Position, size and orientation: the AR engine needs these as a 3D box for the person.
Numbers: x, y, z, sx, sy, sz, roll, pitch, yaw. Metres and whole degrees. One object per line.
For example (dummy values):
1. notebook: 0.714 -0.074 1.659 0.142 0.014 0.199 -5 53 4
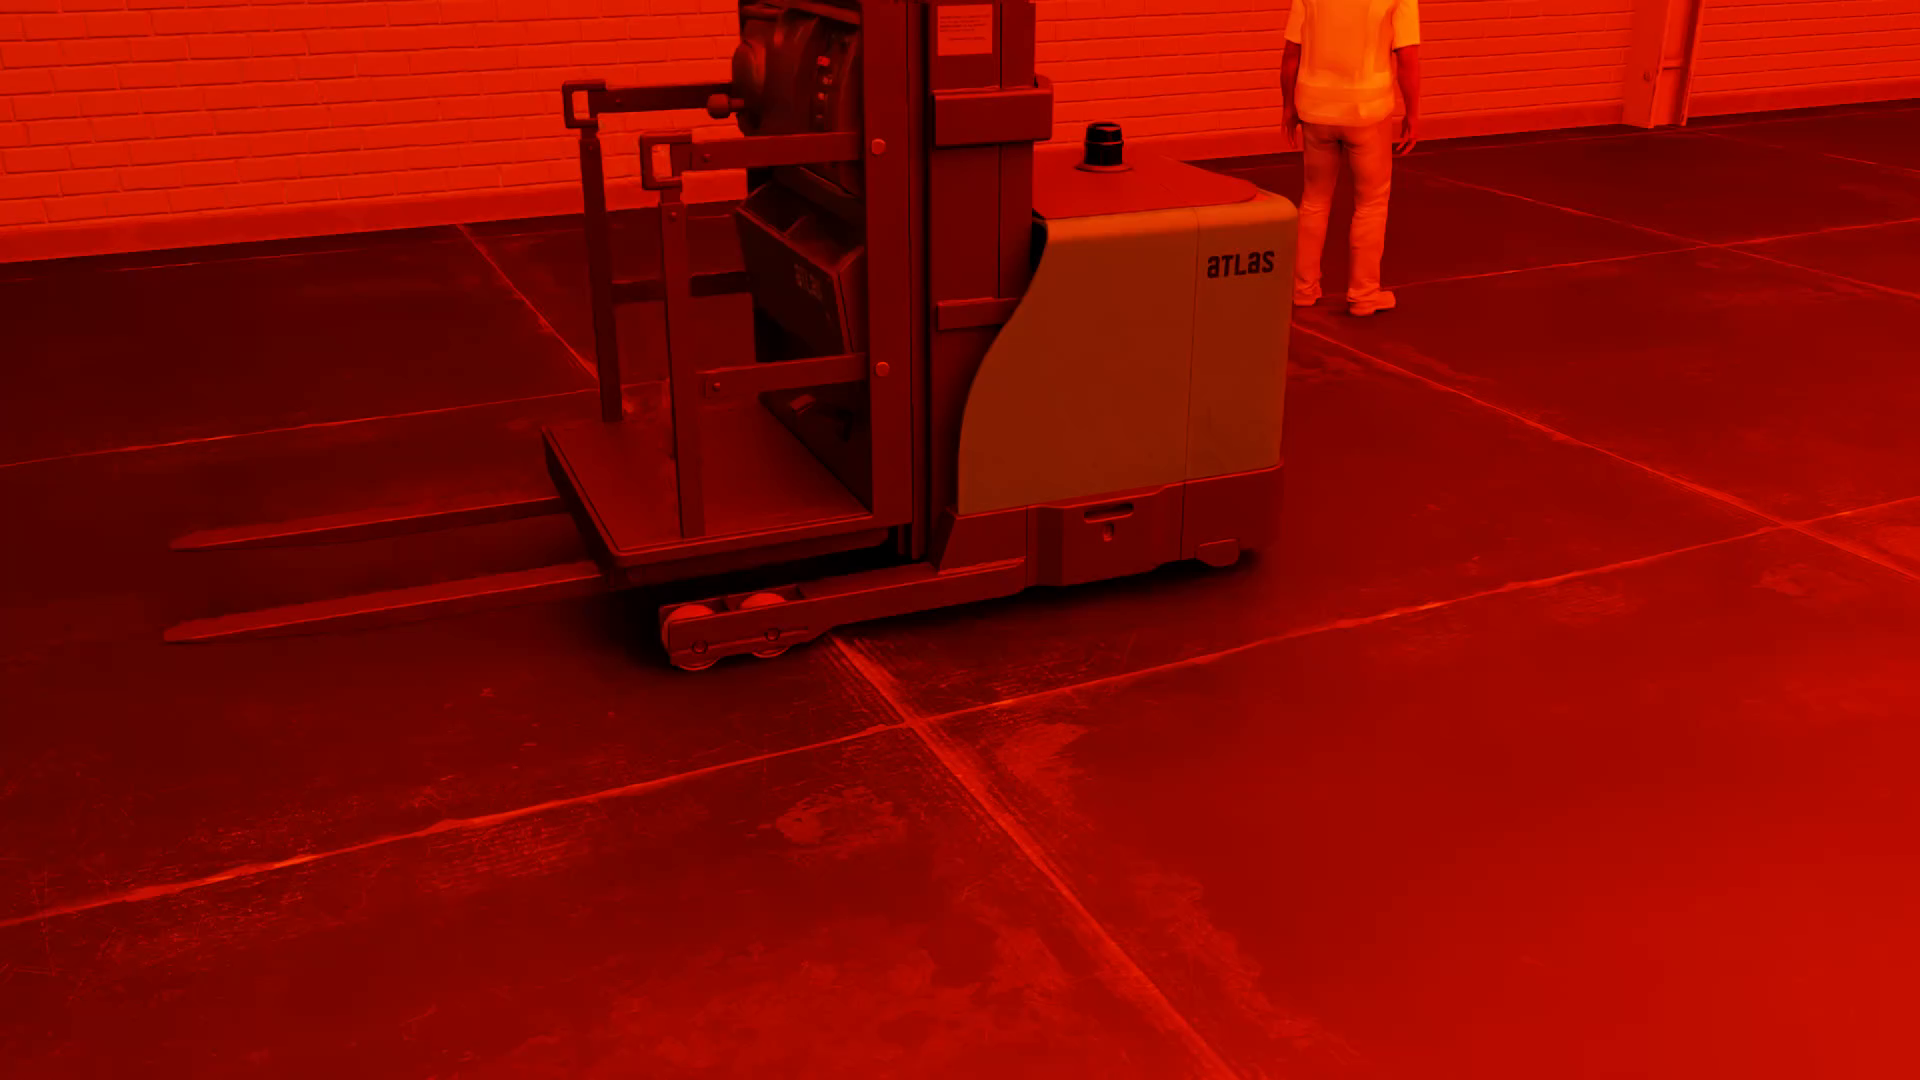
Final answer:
1. person: 1.732 -1.901 7.395 0.628 1.759 0.454 13 26 29

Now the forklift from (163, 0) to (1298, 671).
1. forklift: -0.619 -1.246 4.286 3.031 2.935 1.130 -9 24 -21
